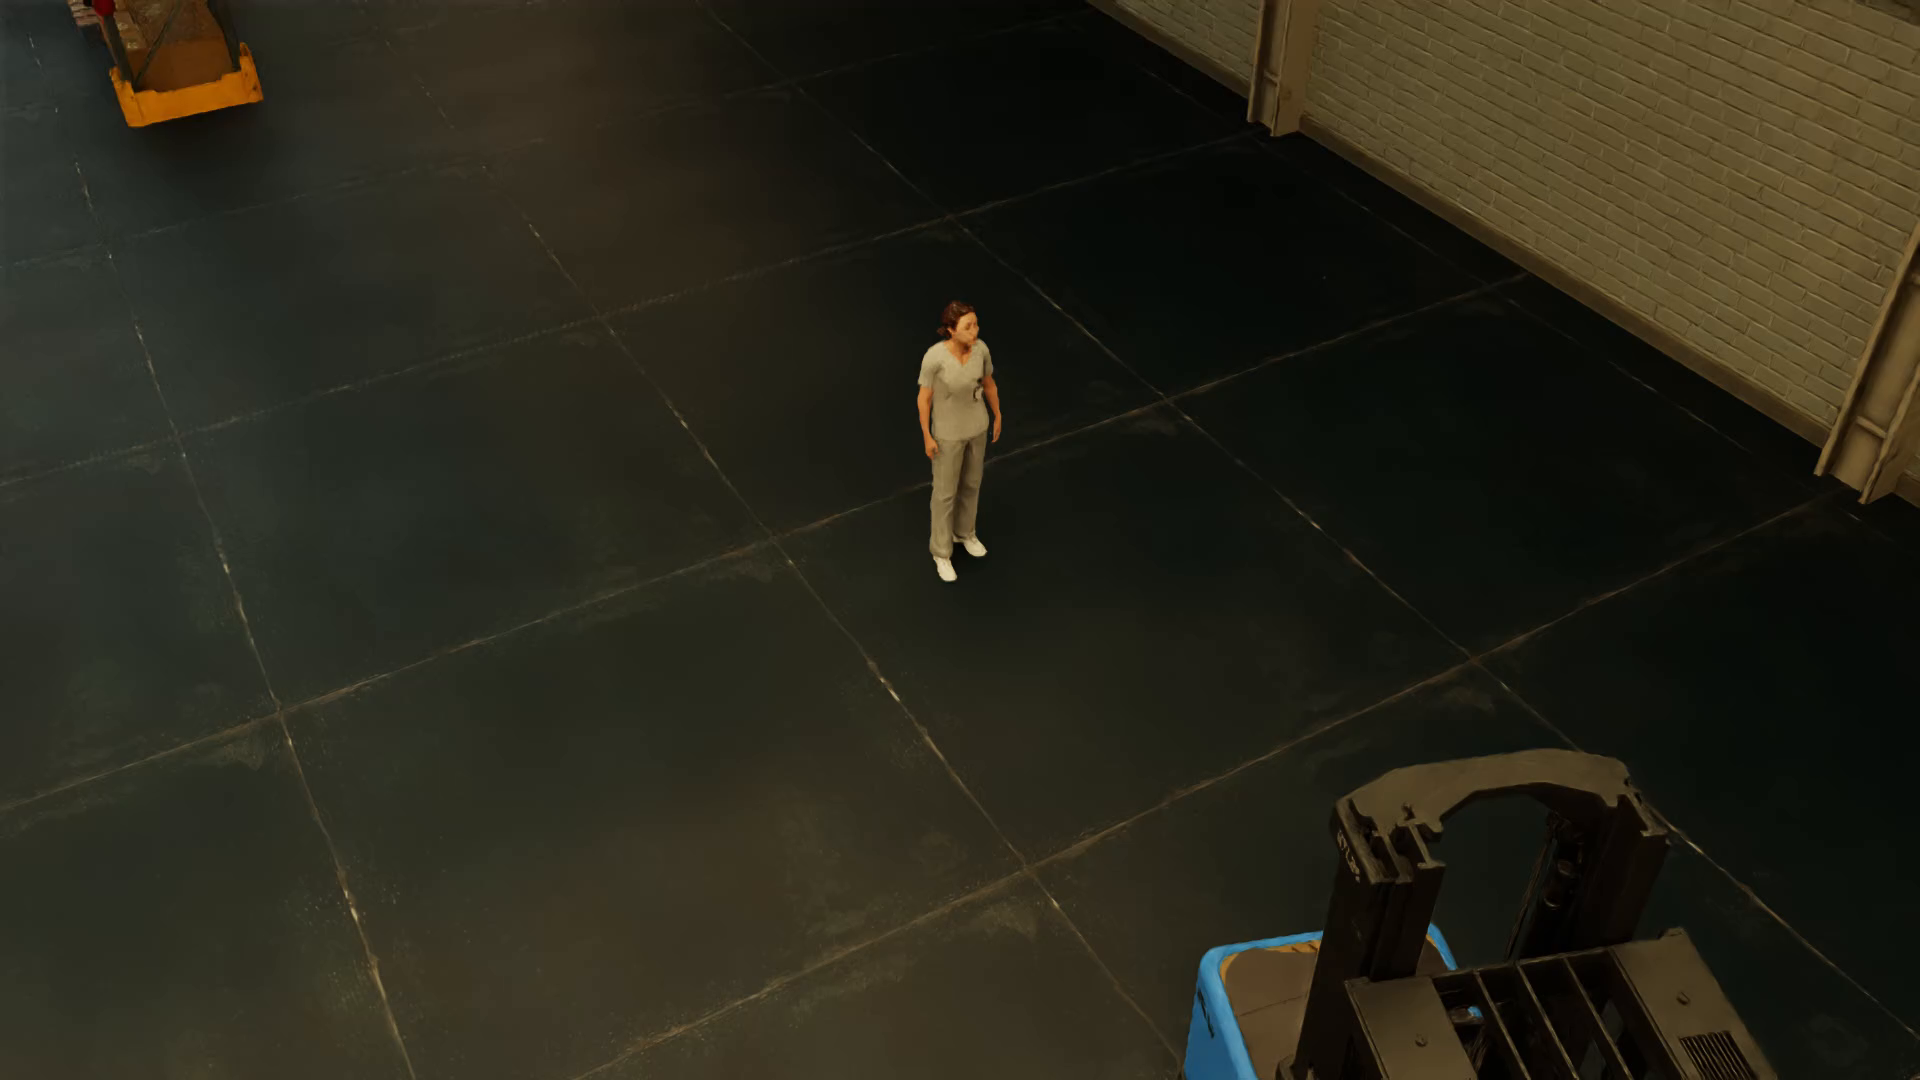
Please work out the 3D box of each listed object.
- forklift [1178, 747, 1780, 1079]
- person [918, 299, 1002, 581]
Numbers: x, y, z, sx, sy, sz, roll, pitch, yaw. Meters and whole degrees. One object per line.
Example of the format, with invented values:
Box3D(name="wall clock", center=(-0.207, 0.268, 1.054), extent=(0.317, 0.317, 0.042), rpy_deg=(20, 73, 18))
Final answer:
Box3D(name="forklift", center=(1.709, 2.212, 5.369), extent=(1.130, 2.935, 3.031), rpy_deg=(-7, 40, -8))
Box3D(name="person", center=(0.026, -0.606, 9.738), extent=(0.550, 1.674, 0.548), rpy_deg=(-20, 44, -23))
